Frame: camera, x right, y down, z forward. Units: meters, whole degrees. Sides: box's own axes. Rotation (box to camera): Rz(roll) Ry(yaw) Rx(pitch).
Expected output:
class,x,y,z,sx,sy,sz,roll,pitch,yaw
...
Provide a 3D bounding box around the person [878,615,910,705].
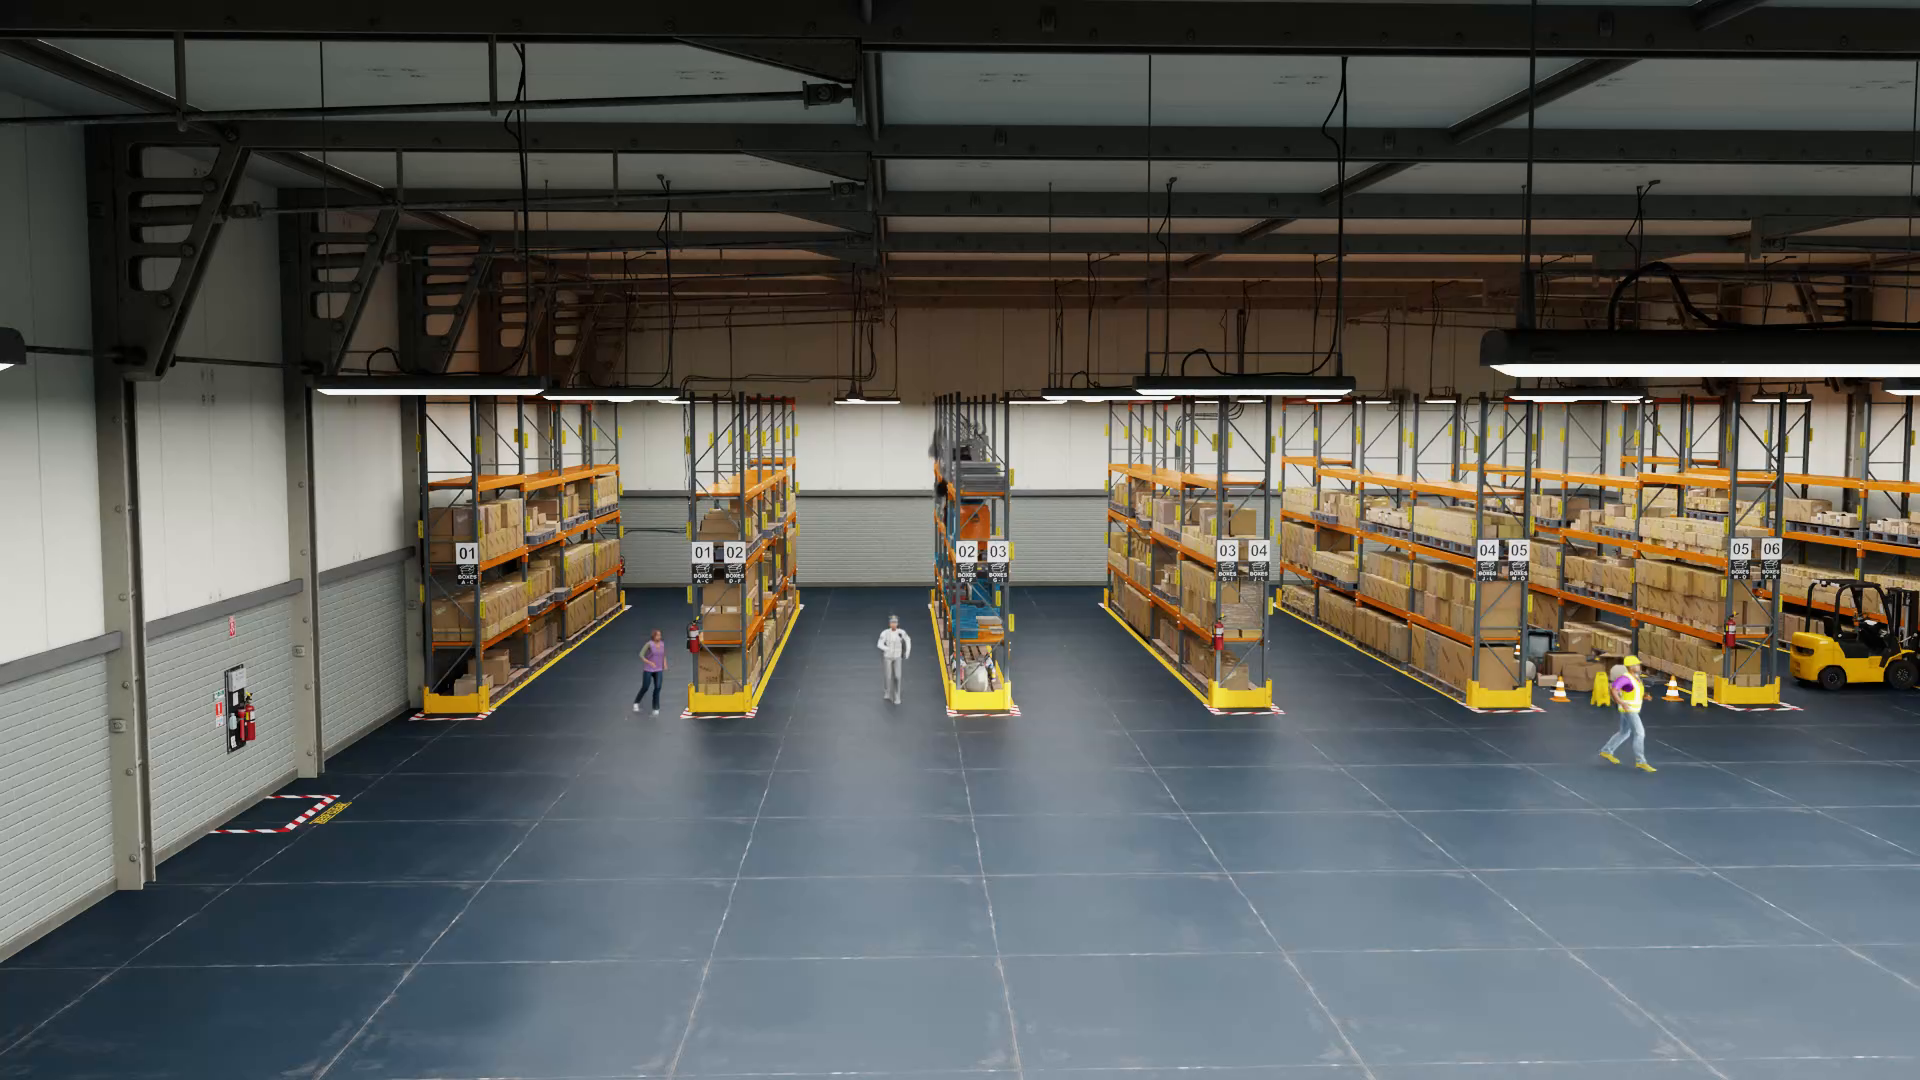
class,x,y,z,sx,sy,sz,roll,pitch,yaw
person,-1.276,2.318,32.160,0.640,1.757,0.715,0,5,-6

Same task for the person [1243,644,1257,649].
class,x,y,z,sx,sy,sz,roll,pitch,yaw
person,6.884,1.758,39.305,0.587,1.660,0.610,-1,5,-7

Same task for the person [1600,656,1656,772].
class,x,y,z,sx,sy,sz,roll,pitch,yaw
person,10.566,2.716,26.238,0.849,1.792,0.701,3,5,30

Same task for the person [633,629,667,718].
class,x,y,z,sx,sy,sz,roll,pitch,yaw
person,-5.683,2.450,30.896,0.611,1.586,0.825,-3,5,-33
